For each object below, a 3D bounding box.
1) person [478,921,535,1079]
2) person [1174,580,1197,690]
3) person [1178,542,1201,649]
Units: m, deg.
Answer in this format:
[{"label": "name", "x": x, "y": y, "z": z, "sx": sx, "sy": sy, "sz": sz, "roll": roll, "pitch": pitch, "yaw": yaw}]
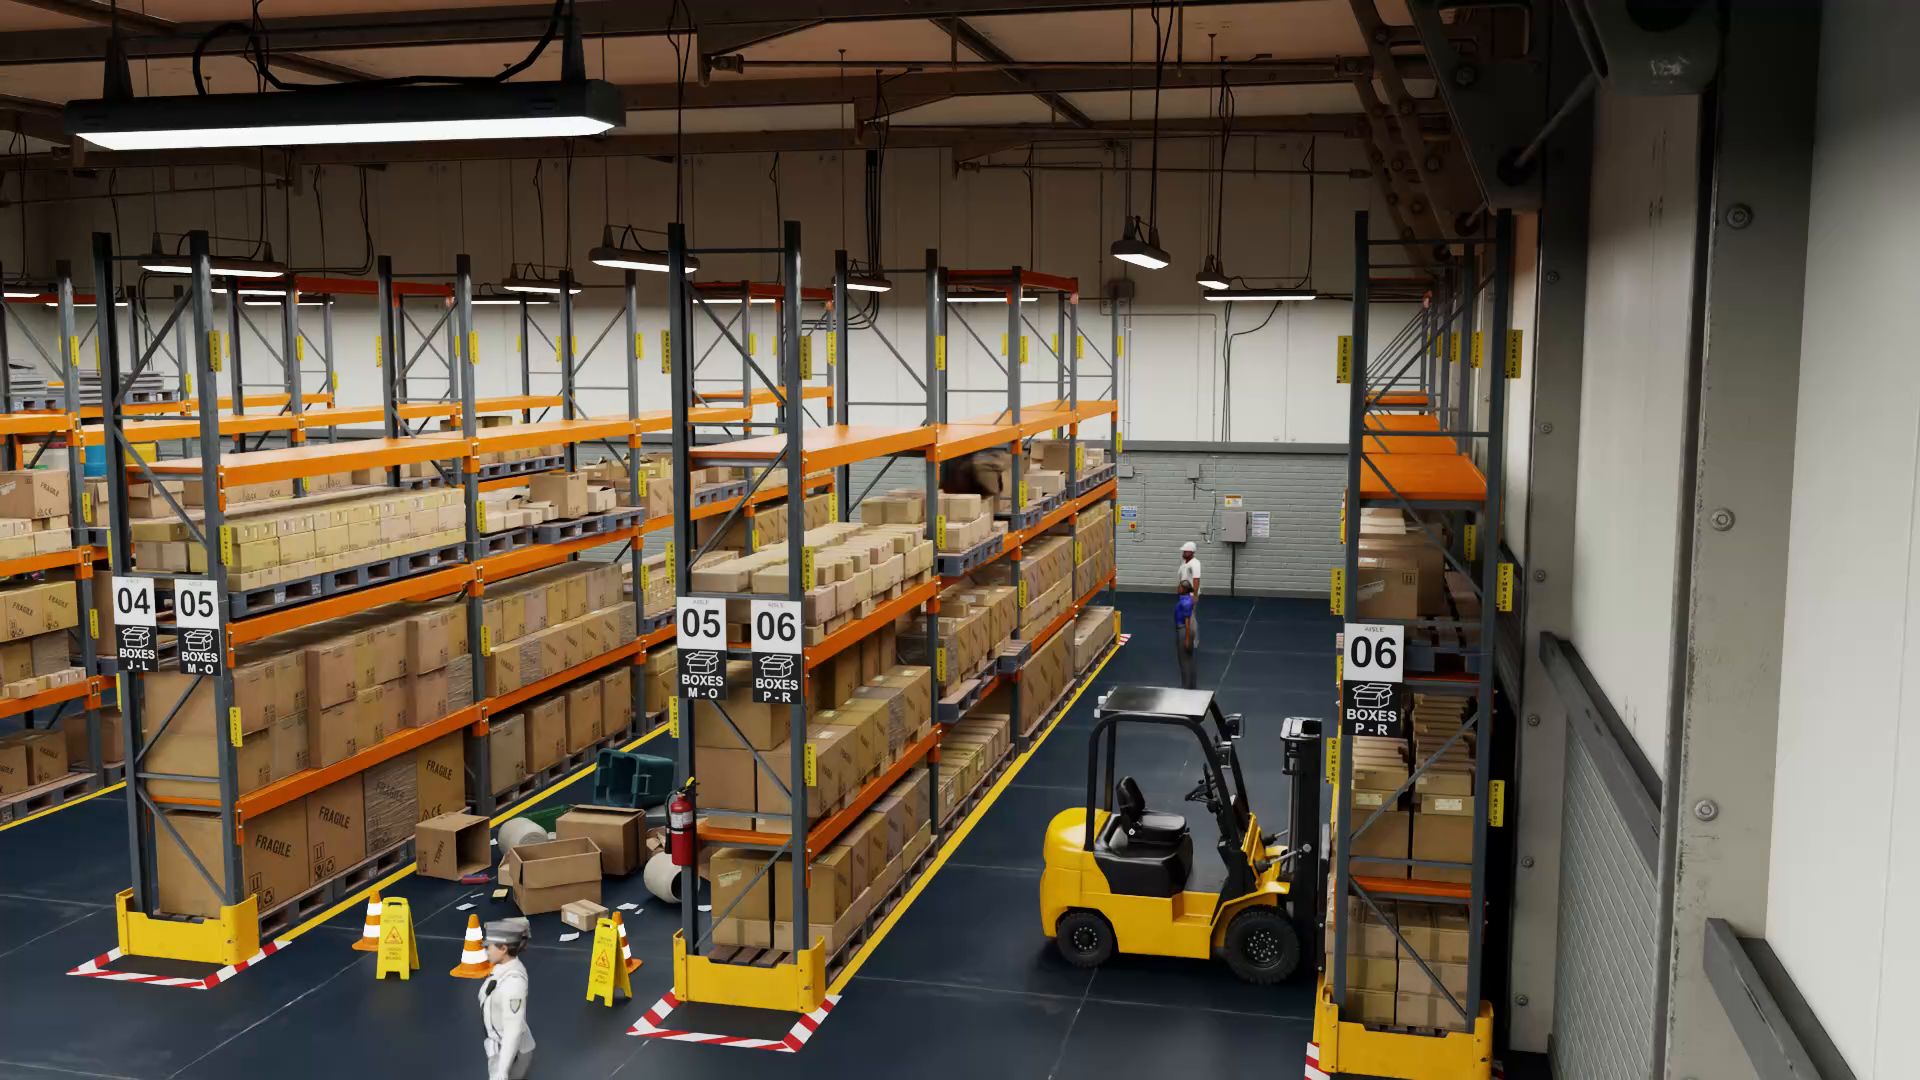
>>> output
[{"label": "person", "x": -2.695, "y": 3.126, "z": 10.040, "sx": 0.497, "sy": 1.683, "sz": 0.519, "roll": -3, "pitch": 7, "yaw": -21}, {"label": "person", "x": 3.275, "y": 1.401, "z": 24.164, "sx": 0.343, "sy": 1.663, "sz": 0.533, "roll": 2, "pitch": 7, "yaw": 14}, {"label": "person", "x": 3.813, "y": 0.915, "z": 27.661, "sx": 0.354, "sy": 1.768, "sz": 0.672, "roll": -1, "pitch": 7, "yaw": -5}]
